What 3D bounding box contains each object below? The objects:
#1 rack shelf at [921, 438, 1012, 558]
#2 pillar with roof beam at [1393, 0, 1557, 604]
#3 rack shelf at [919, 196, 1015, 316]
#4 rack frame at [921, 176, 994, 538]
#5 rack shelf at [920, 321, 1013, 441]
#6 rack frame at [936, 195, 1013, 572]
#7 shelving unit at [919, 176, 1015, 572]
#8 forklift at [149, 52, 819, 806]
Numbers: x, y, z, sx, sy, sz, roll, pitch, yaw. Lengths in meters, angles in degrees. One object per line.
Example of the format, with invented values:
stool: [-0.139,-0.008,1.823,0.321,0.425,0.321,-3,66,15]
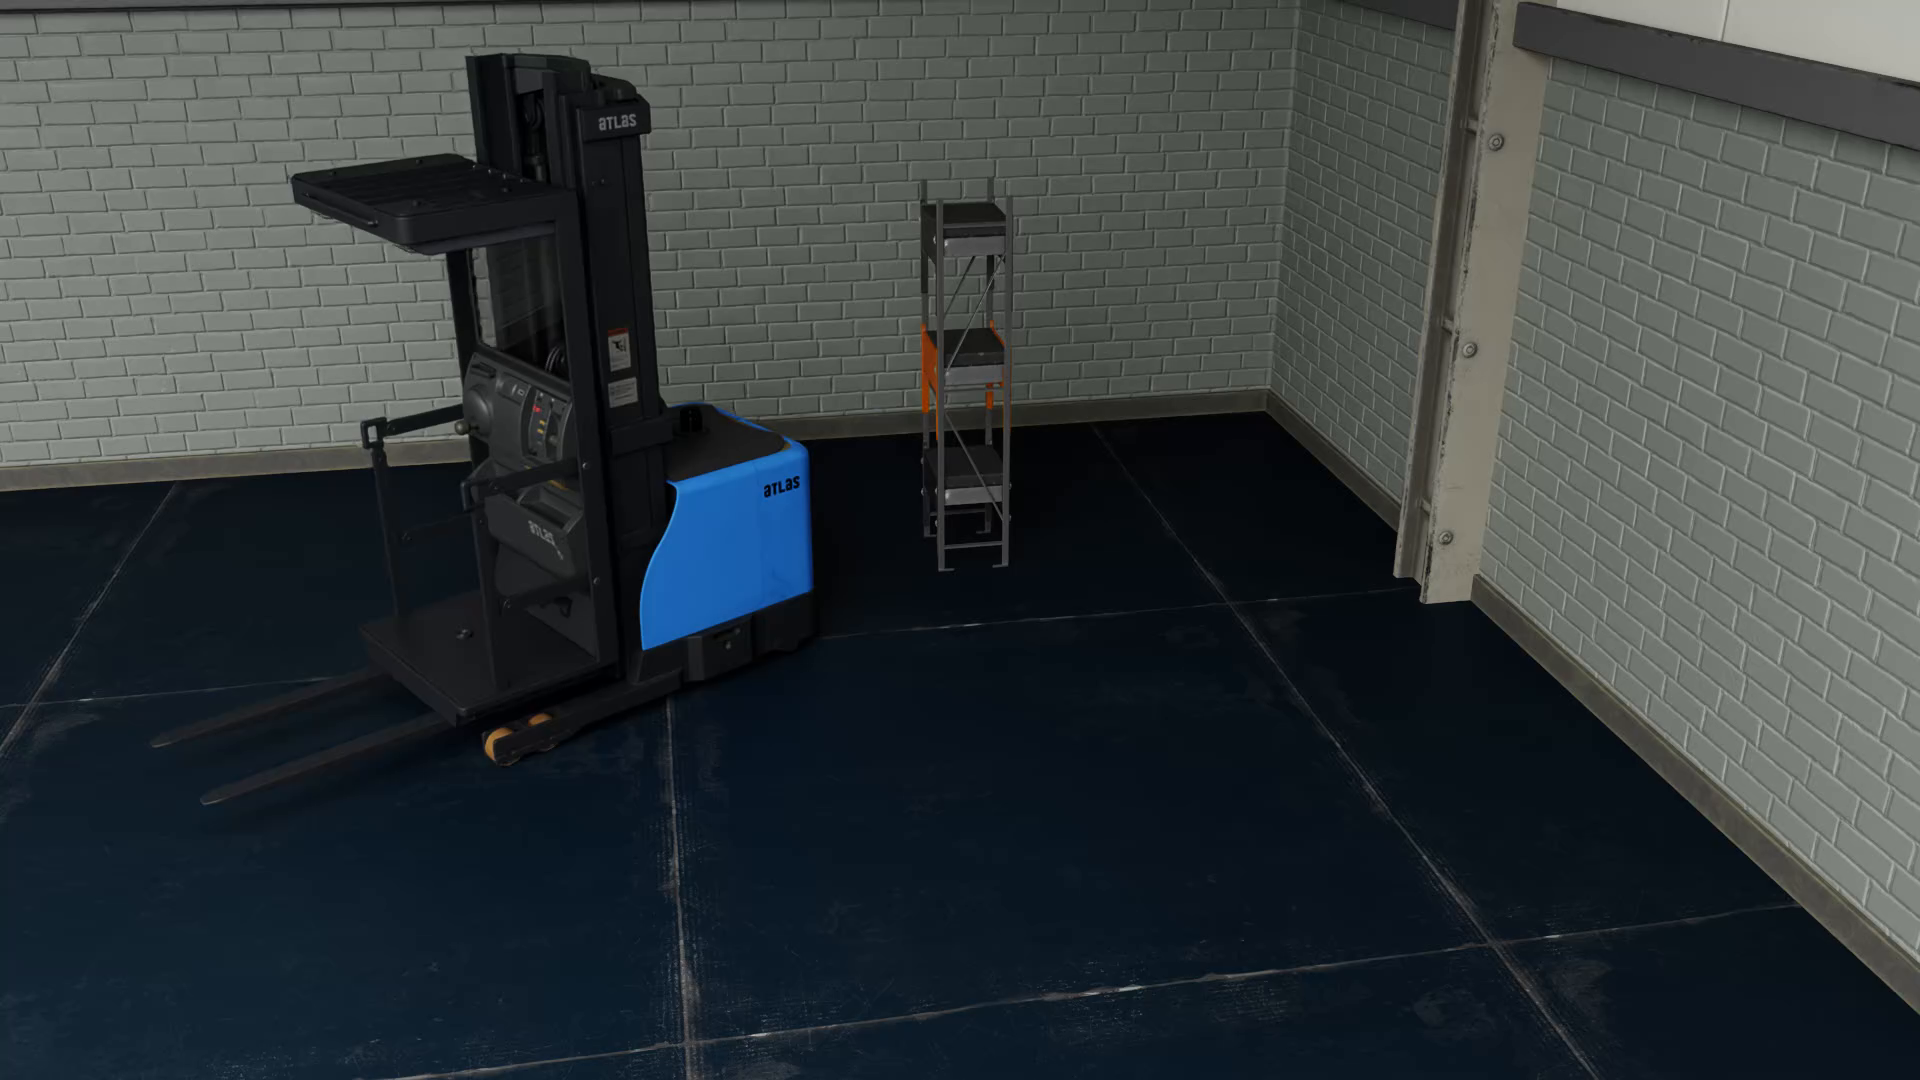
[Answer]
rack shelf: [0.031,-0.243,9.466,0.431,0.518,0.480,-4,24,-10]
pillar with roof beam: [-1.619,-3.550,6.635,9.100,9.000,0.400,-4,24,-10]
rack shelf: [0.031,-1.526,8.906,0.431,0.518,0.480,-4,24,-10]
rack frame: [-0.015,-0.993,9.400,0.400,2.100,0.015,-4,24,-10]
rack shelf: [0.031,-0.885,9.186,0.431,0.518,0.480,-4,24,-10]
rack frame: [0.076,-0.801,8.961,0.400,2.100,0.015,-4,24,-10]
shelving unit: [0.031,-0.897,9.181,0.431,2.100,0.503,-4,24,-10]
forklift: [-2.158,-0.570,7.392,3.031,2.935,1.130,-20,30,-38]
